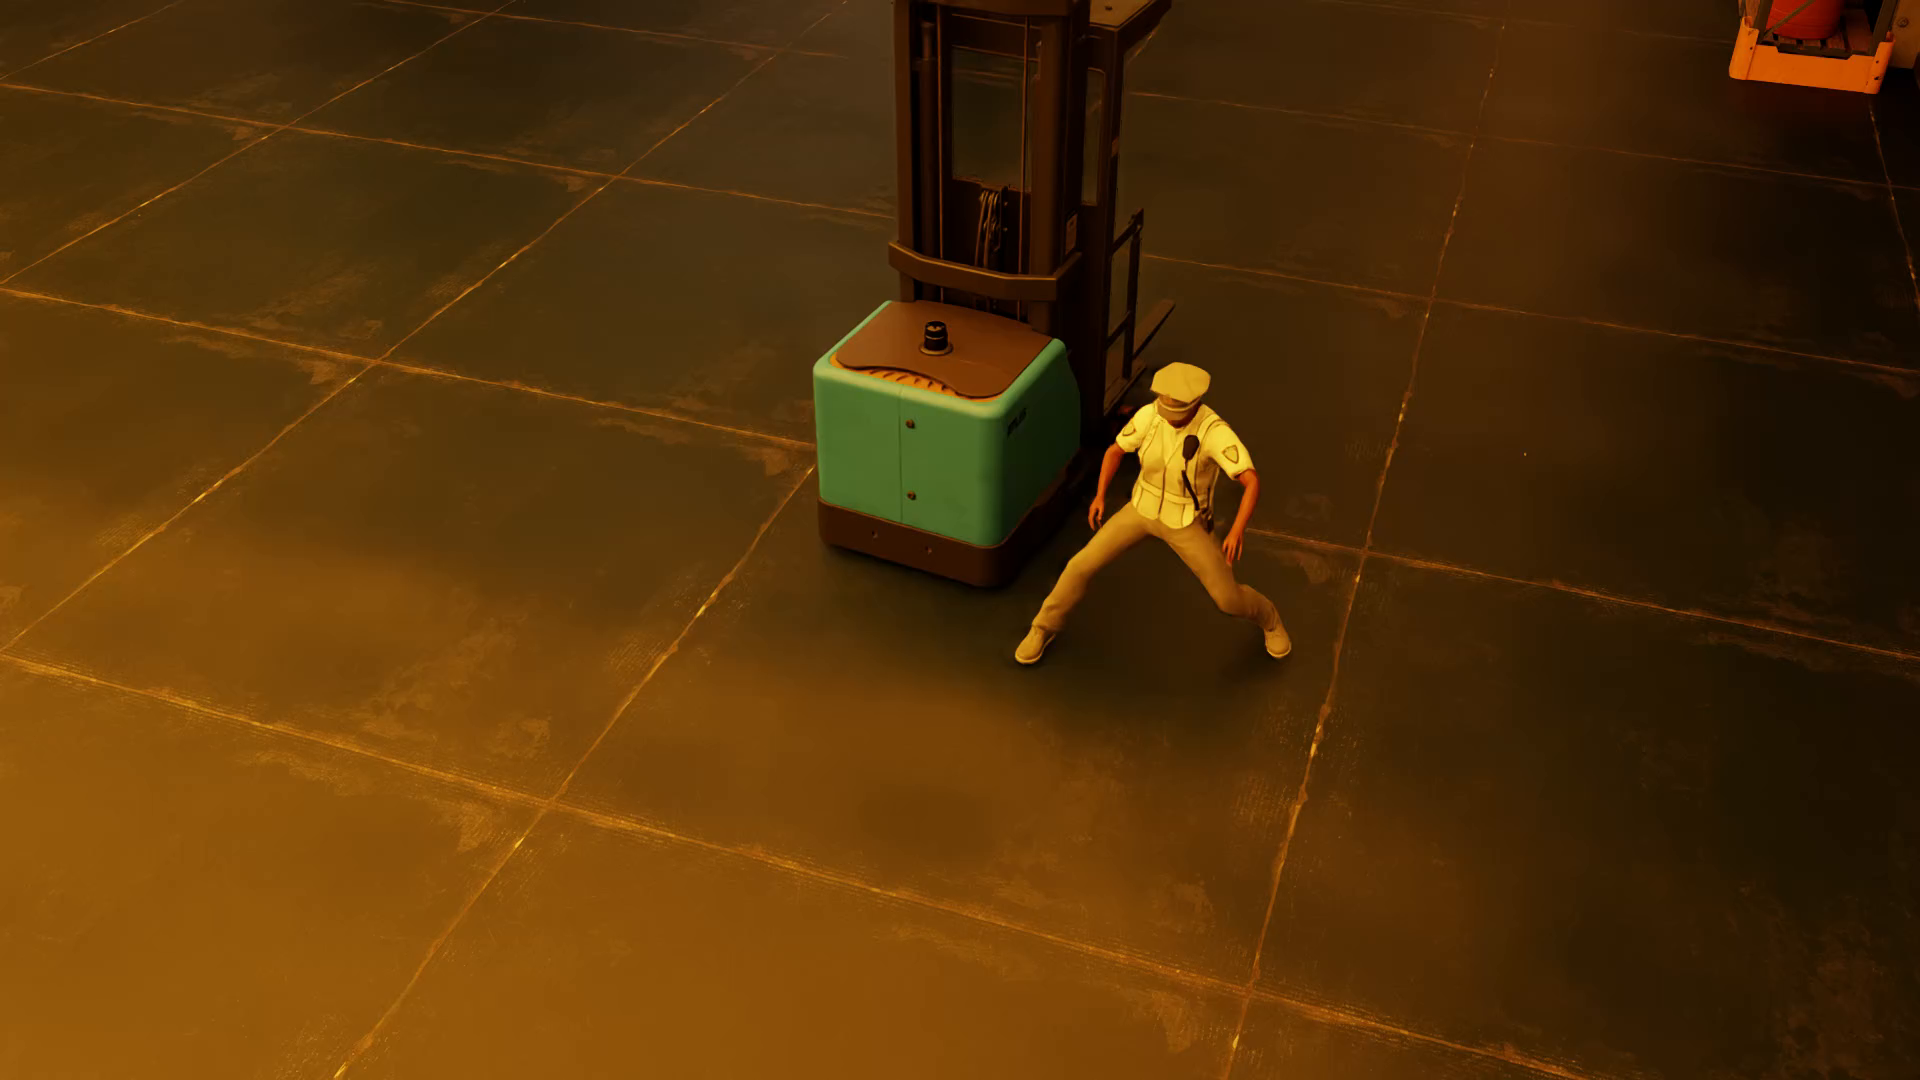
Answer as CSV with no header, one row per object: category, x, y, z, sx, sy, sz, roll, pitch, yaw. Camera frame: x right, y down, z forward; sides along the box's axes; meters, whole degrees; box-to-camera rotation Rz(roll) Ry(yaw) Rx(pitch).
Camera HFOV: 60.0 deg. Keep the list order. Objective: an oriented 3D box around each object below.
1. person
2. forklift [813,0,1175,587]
person,0.939,-0.069,7.489,1.078,1.484,0.955,21,40,26
forklift,0.374,-1.802,8.653,1.130,2.935,3.031,16,38,21
